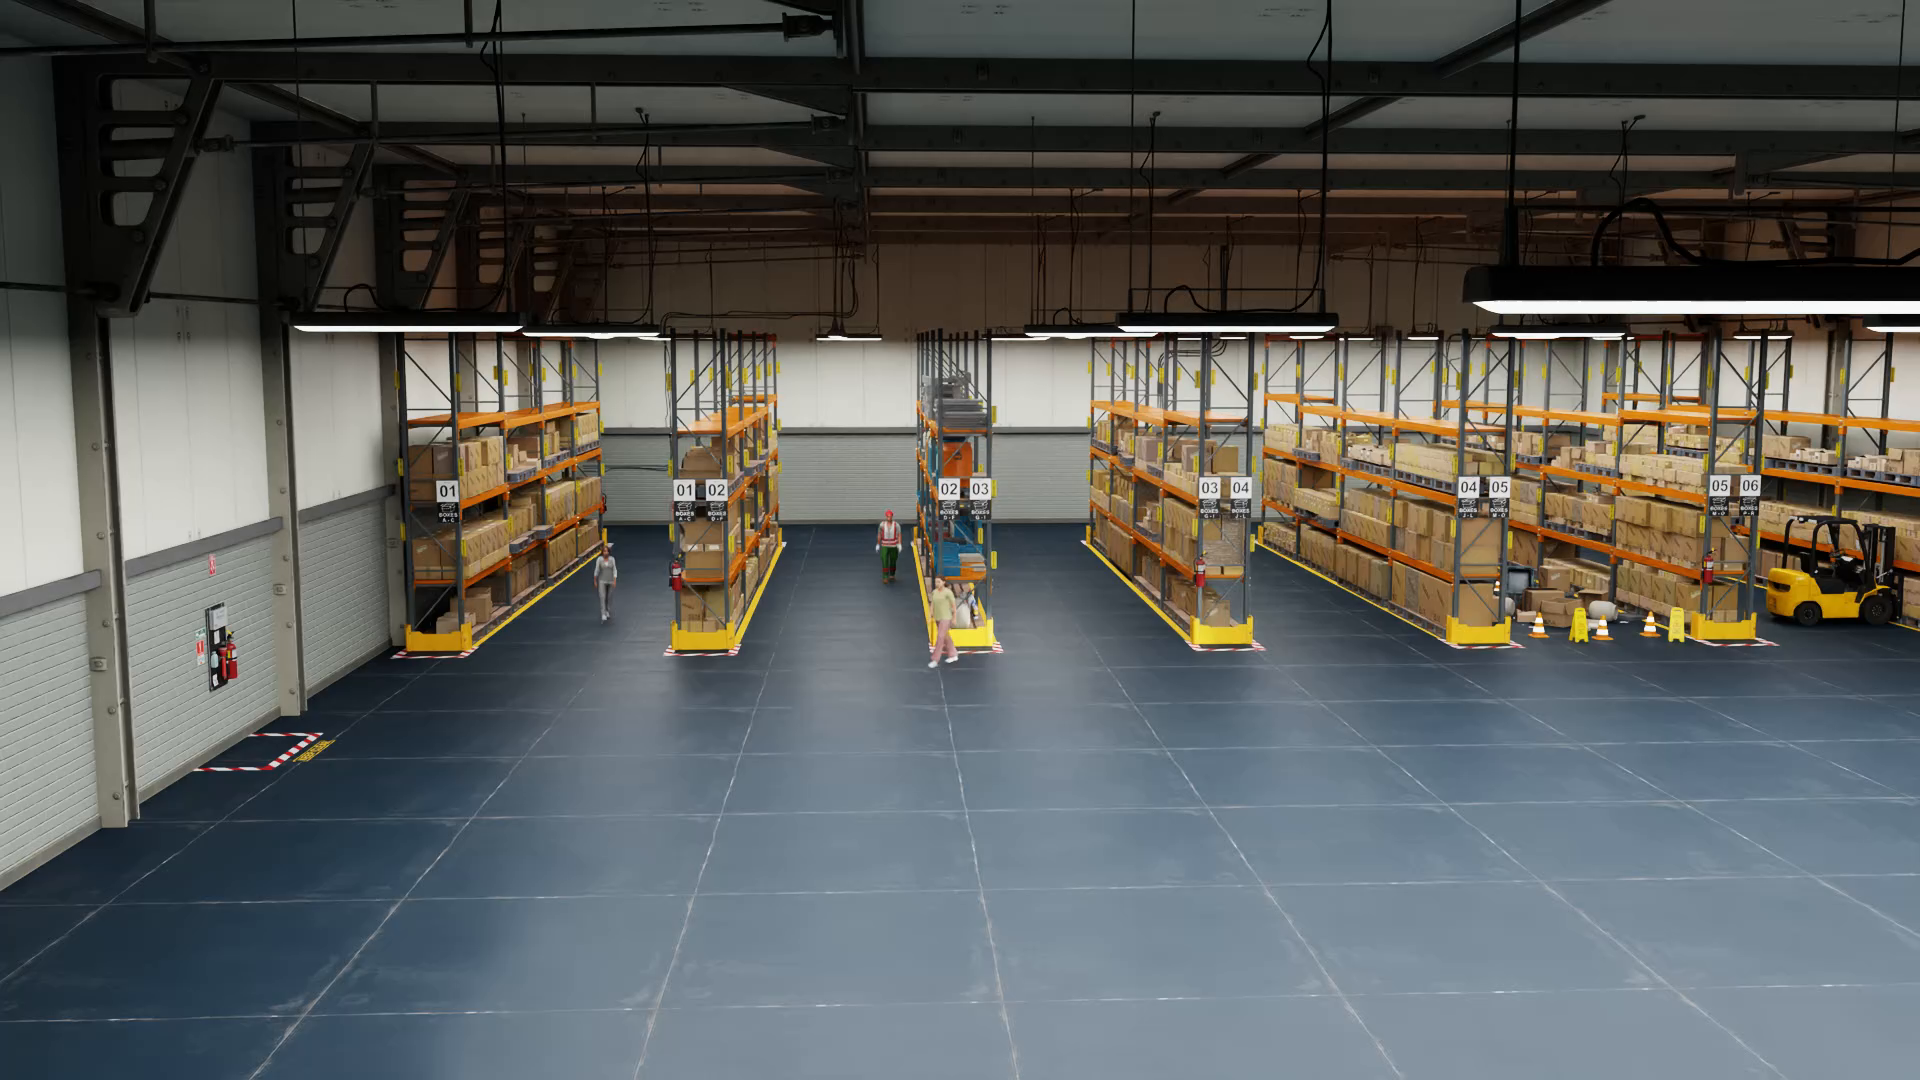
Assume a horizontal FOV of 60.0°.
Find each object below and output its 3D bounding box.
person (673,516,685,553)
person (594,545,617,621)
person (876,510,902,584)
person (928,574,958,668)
[{"bbox_3d":[-7.639,-0.500,45.580,0.573,1.726,0.516,5,8,34],"label":"person"},{"bbox_3d":[-7.324,0.882,34.418,0.453,1.543,0.969,-3,8,-27],"label":"person"},{"bbox_3d":[-1.708,0.145,39.852,0.644,1.724,1.061,0,7,0],"label":"person"},{"bbox_3d":[-0.361,1.414,29.541,0.476,1.626,0.978,6,9,44],"label":"person"}]
